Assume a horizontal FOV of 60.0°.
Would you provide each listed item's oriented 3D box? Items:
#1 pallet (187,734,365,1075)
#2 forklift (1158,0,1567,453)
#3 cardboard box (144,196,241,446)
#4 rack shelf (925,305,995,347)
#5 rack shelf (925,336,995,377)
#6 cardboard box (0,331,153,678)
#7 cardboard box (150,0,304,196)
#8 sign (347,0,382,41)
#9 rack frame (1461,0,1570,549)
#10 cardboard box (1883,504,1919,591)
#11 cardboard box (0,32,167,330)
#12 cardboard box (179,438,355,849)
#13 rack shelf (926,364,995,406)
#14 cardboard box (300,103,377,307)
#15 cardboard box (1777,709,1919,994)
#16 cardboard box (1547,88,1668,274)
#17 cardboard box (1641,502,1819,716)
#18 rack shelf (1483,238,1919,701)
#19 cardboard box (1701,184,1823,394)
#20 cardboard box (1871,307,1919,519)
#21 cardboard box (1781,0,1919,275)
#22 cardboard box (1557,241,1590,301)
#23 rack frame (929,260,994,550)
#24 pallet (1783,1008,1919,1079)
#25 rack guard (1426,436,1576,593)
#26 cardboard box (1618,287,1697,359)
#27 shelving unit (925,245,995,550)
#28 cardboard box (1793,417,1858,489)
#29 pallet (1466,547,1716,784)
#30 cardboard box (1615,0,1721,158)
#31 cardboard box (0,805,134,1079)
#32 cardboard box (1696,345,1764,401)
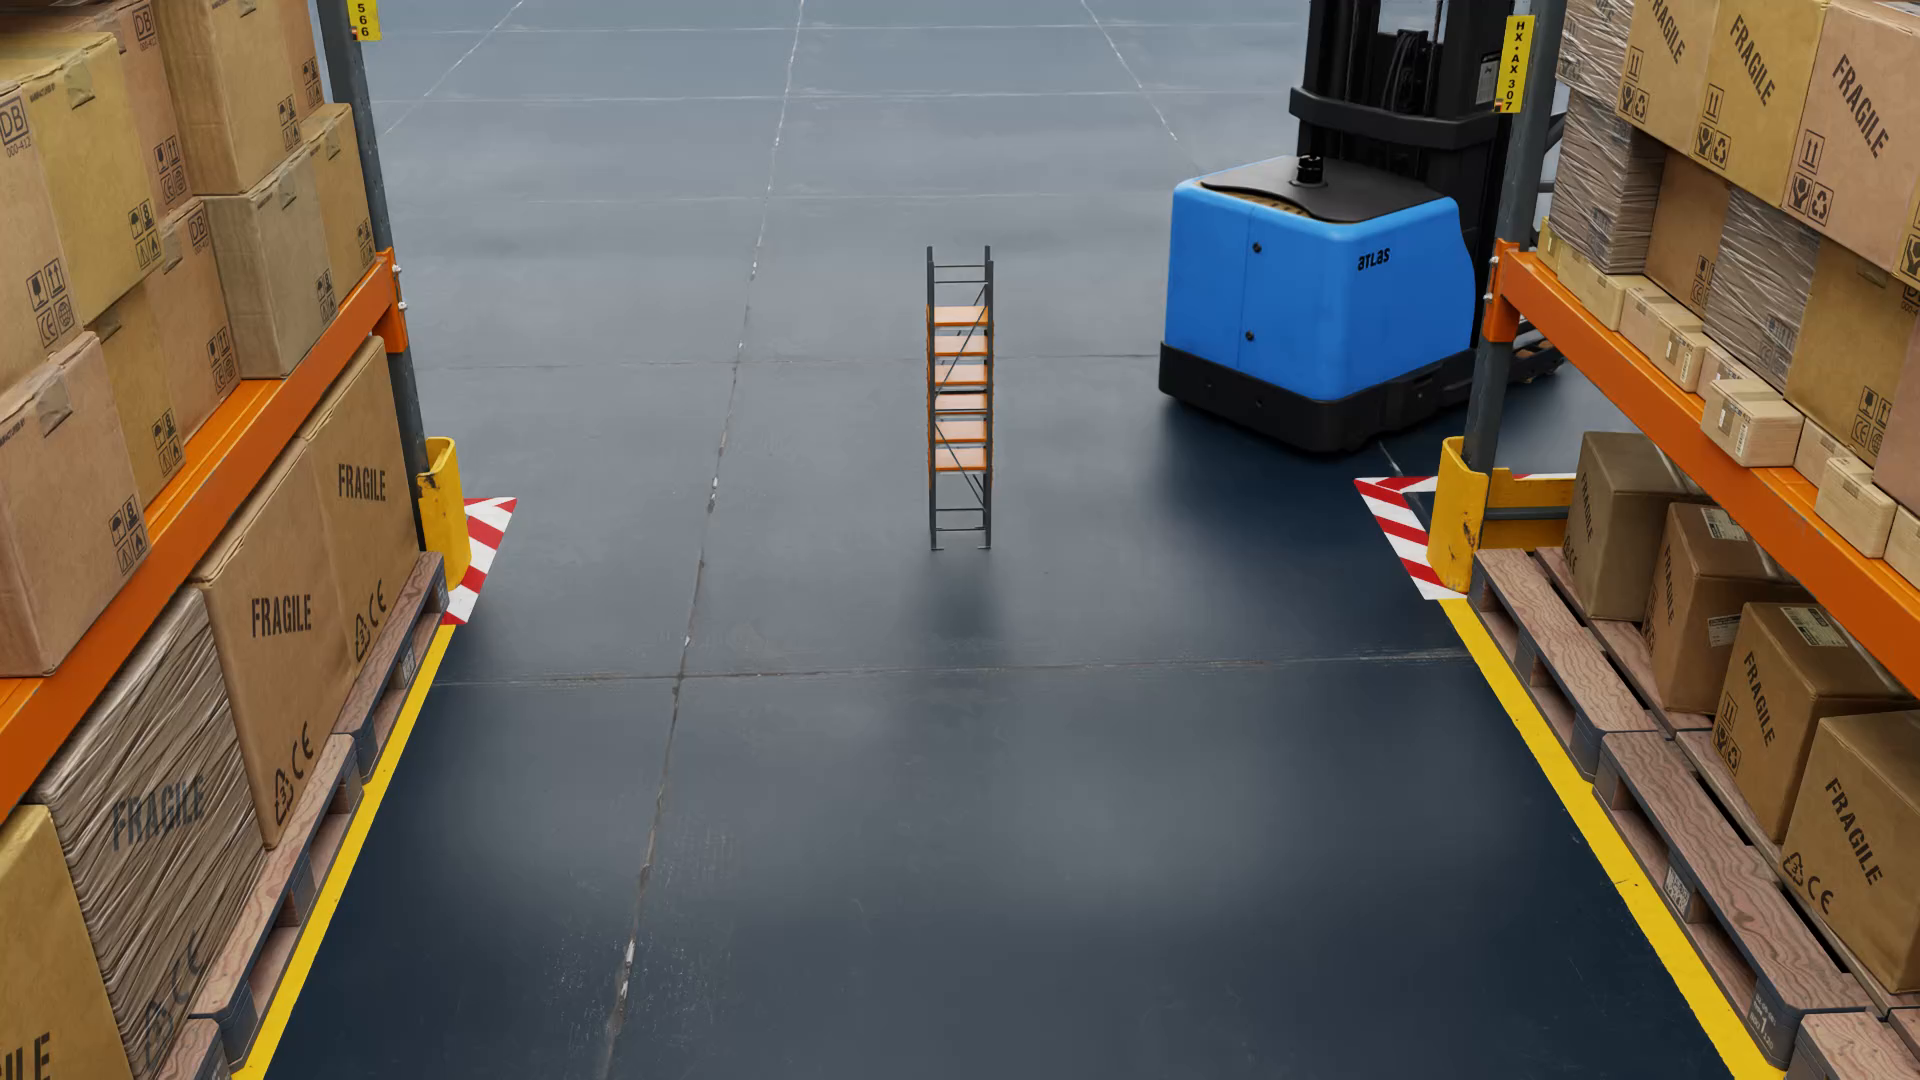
[{"bbox_3d":[-2.338,0.984,4.635,1.003,0.211,1.213,-1,28,-3],"label":"pallet"},{"bbox_3d":[2.405,-2.238,7.872,3.031,2.935,1.130,-21,34,-35],"label":"forklift"},{"bbox_3d":[-2.499,-0.563,4.424,0.875,0.550,0.550,-1,28,-3],"label":"cardboard box"},{"bbox_3d":[-0.001,-0.818,6.339,0.258,0.103,0.180,-1,28,-3],"label":"rack shelf"},{"bbox_3d":[-0.001,-0.712,6.395,0.258,0.103,0.180,-1,28,-3],"label":"rack shelf"},{"bbox_3d":[-2.303,-0.077,3.492,0.875,0.550,0.550,-1,28,-3],"label":"cardboard box"},{"bbox_3d":[-2.417,-1.303,4.675,0.875,0.550,0.550,-1,28,-3],"label":"cardboard box"},{"bbox_3d":[-1.976,-1.807,5.463,0.100,0.325,0.005,-1,28,-3],"label":"sign"},{"bbox_3d":[2.440,-1.255,5.913,1.000,3.000,0.127,-1,28,-3],"label":"rack frame"},{"bbox_3d":[2.329,0.033,3.715,0.380,0.149,0.250,-1,28,-3],"label":"cardboard box"},{"bbox_3d":[-2.366,-0.800,3.710,0.875,0.550,0.500,-1,28,-3],"label":"cardboard box"},{"bbox_3d":[-2.369,0.292,4.790,0.875,0.875,0.875,-2,28,-3],"label":"cardboard box"},{"bbox_3d":[-0.001,-0.606,6.450,0.258,0.103,0.180,-1,28,-3],"label":"rack shelf"},{"bbox_3d":[-2.454,-1.078,5.411,0.875,0.550,0.550,-1,28,-3],"label":"cardboard box"},{"bbox_3d":[2.520,0.779,4.261,0.500,0.500,0.500,-4,28,-7],"label":"cardboard box"},{"bbox_3d":[2.442,-1.177,5.333,0.875,0.500,0.500,-1,28,-3],"label":"cardboard box"},{"bbox_3d":[2.522,0.231,5.312,0.500,0.500,0.500,6,28,11],"label":"cardboard box"},{"bbox_3d":[2.545,-0.013,4.308,1.077,0.370,4.000,-1,28,-3],"label":"rack shelf"},{"bbox_3d":[2.570,-0.717,4.451,0.875,0.500,0.500,-1,28,-3],"label":"cardboard box"},{"bbox_3d":[2.570,-0.254,3.563,0.875,0.500,0.500,-1,28,-3],"label":"cardboard box"},{"bbox_3d":[2.276,-0.921,3.762,0.500,0.500,0.500,-1,28,-3],"label":"cardboard box"},{"bbox_3d":[2.211,-0.890,5.485,0.380,0.149,0.250,-1,28,-3],"label":"cardboard box"},{"bbox_3d":[0.004,-0.496,6.404,0.240,1.200,0.006,-1,28,-3],"label":"rack frame"},{"bbox_3d":[2.579,1.519,3.609,1.003,0.211,1.213,-1,28,-3],"label":"pallet"},{"bbox_3d":[2.444,-0.112,6.424,1.175,0.500,0.348,-1,28,-3],"label":"rack guard"},{"bbox_3d":[2.243,-0.660,5.043,0.380,0.149,0.250,-1,28,-3],"label":"cardboard box"},{"bbox_3d":[-0.001,-0.539,6.485,0.258,1.200,0.189,-1,28,-3],"label":"shelving unit"},{"bbox_3d":[2.344,-0.199,4.160,0.380,0.149,0.250,-1,28,-3],"label":"cardboard box"},{"bbox_3d":[2.451,0.392,5.769,1.003,0.211,1.213,-1,28,-3],"label":"pallet"},{"bbox_3d":[2.216,-1.383,4.647,0.500,0.500,0.500,-1,28,-3],"label":"cardboard box"},{"bbox_3d":[-2.272,1.129,3.185,0.875,0.875,0.875,-1,28,-2],"label":"cardboard box"},{"bbox_3d":[2.289,-0.429,4.601,0.380,0.149,0.250,-1,28,-3],"label":"cardboard box"}]
